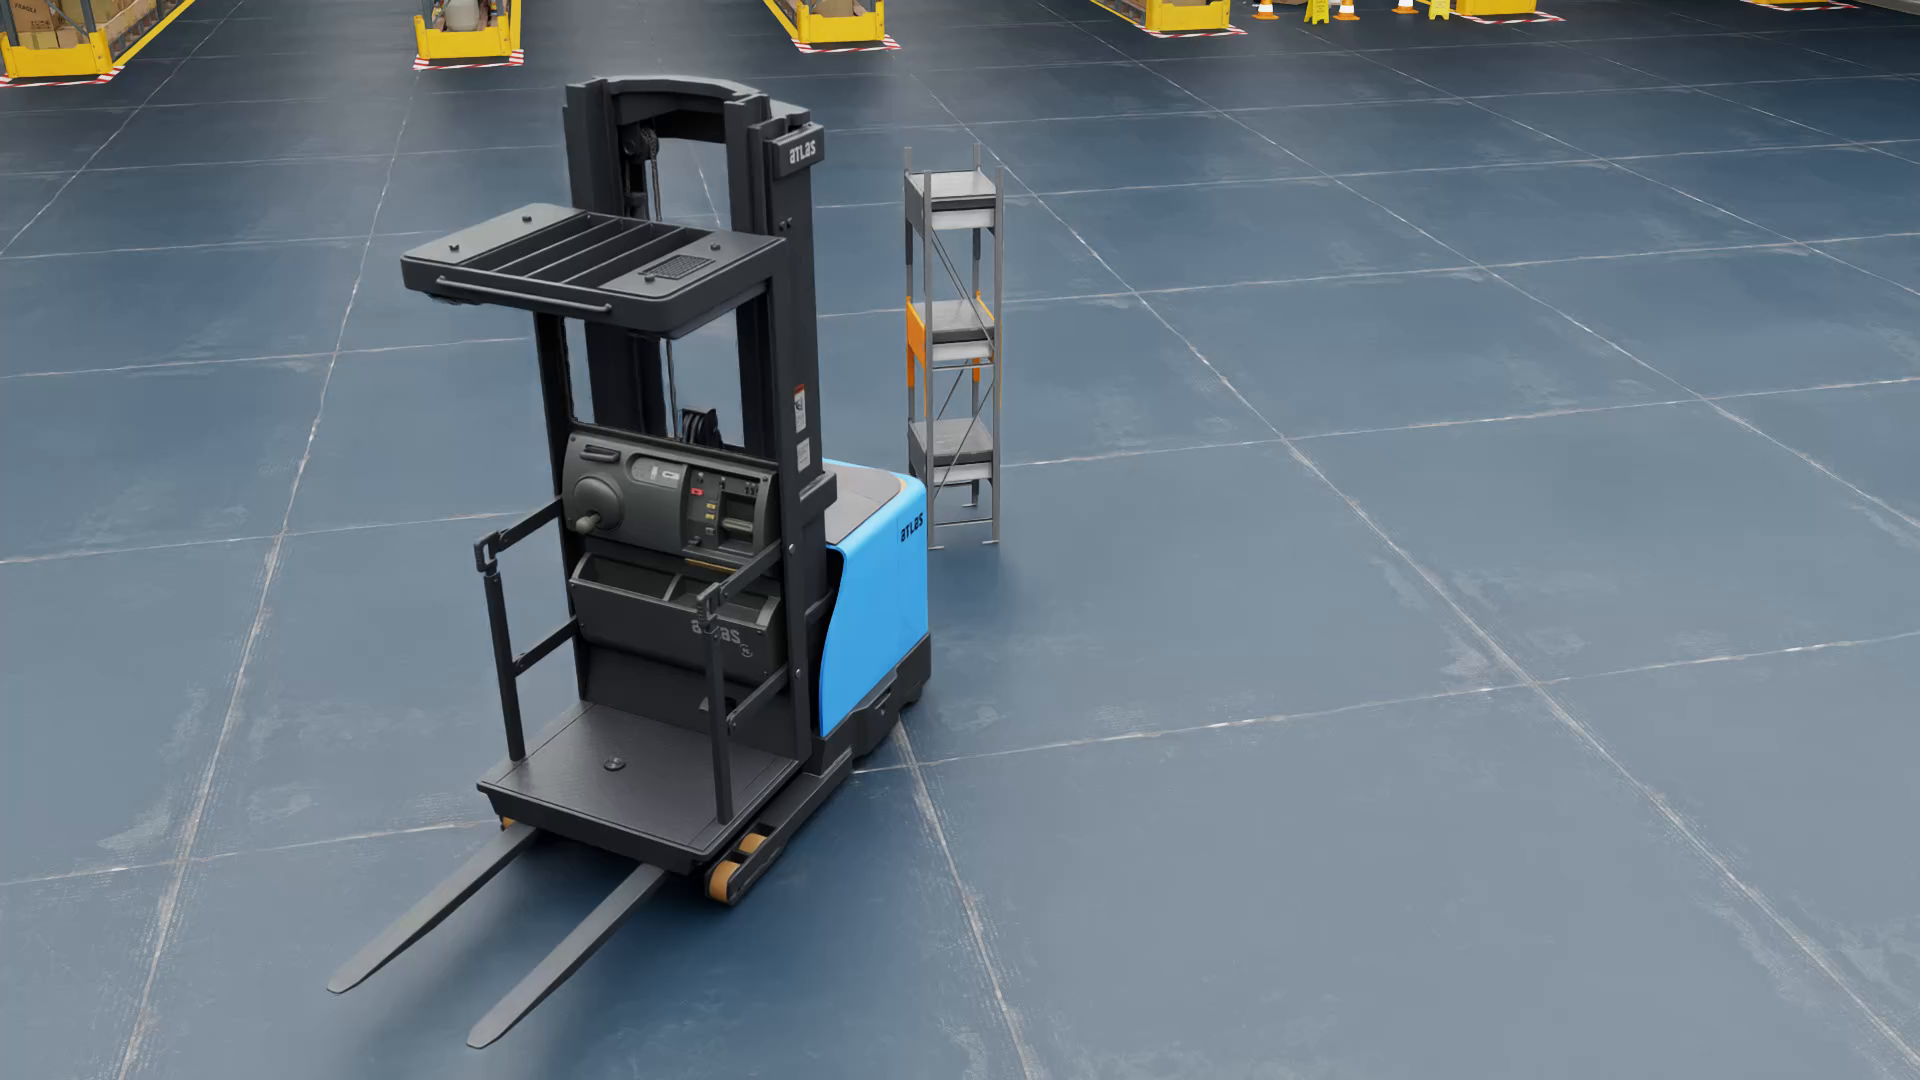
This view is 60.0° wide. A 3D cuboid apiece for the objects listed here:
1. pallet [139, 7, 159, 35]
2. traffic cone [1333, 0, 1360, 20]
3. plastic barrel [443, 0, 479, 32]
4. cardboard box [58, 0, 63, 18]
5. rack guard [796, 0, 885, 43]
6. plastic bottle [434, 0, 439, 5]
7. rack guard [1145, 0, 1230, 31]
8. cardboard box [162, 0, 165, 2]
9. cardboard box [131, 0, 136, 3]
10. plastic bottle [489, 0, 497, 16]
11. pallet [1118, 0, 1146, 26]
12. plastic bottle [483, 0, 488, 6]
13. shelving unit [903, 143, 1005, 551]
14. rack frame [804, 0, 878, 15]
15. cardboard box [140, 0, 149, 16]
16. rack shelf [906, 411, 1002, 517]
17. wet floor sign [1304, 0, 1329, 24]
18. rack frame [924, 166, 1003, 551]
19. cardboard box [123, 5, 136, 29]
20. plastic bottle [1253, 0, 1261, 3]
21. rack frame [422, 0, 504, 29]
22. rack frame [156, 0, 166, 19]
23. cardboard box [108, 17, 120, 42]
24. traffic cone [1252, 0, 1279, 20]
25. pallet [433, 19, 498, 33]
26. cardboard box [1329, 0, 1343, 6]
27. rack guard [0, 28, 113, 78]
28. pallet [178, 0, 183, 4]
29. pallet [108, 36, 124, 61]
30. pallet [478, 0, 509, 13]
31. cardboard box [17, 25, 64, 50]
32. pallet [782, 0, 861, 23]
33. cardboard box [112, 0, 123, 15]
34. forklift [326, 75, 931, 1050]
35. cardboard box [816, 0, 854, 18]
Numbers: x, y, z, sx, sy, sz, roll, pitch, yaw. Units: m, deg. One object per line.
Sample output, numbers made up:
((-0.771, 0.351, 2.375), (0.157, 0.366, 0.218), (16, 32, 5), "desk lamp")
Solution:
((-12.035, -7.360, 23.597), (1.003, 0.211, 1.213), (-6, 27, -12), "pallet")
((5.677, -7.876, 24.341), (0.336, 0.463, 0.334), (-6, 27, -12), "traffic cone")
((-6.668, -7.062, 22.207), (0.421, 0.512, 0.421), (0, 27, 0), "plastic barrel")
((-11.922, -7.140, 21.820), (0.500, 0.500, 0.500), (-6, 27, -12), "cardboard box")
((-1.636, -7.124, 22.809), (1.175, 0.500, 0.348), (-6, 27, -12), "rack guard")
((-7.330, -7.498, 23.304), (0.061, 0.283, 0.133), (-5, 27, -10), "plastic bottle")
((3.241, -7.539, 23.632), (1.175, 0.500, 0.348), (-6, 27, -12), "rack guard")
((-12.023, -8.120, 24.595), (0.500, 0.250, 0.500), (-7, 28, -13), "cardboard box")
((-11.638, -7.632, 22.795), (0.500, 0.500, 0.500), (-6, 27, -12), "cardboard box")
((-6.550, -7.510, 23.339), (0.097, 0.271, 0.097), (0, 27, 0), "plastic bottle")
((2.979, -7.764, 24.398), (1.003, 0.211, 1.213), (-6, 27, -12), "pallet")
((-6.875, -7.881, 24.061), (0.061, 0.283, 0.133), (-6, 27, -12), "plastic bottle")
((-0.037, -1.010, 8.921), (0.431, 2.100, 0.503), (-6, 27, -12), "shelving unit")
((-1.619, -8.206, 22.180), (1.000, 3.000, 0.127), (-6, 27, -12), "rack frame")
((-11.753, -7.516, 23.398), (0.500, 0.250, 0.500), (-6, 27, -12), "cardboard box")
((-0.037, -0.373, 9.242), (0.431, 0.518, 0.480), (-6, 27, -12), "rack shelf")
((5.171, -7.803, 23.994), (0.267, 0.644, 0.232), (-11, 29, -20), "wet floor sign")
((0.018, -0.903, 8.709), (0.400, 2.100, 0.015), (-6, 27, -12), "rack frame")
((-11.512, -7.079, 22.531), (0.500, 0.250, 0.500), (-6, 27, -12), "cardboard box")
((4.636, -8.348, 25.722), (0.133, 0.061, 0.283), (-16, 31, -29), "plastic bottle")
((-6.445, -7.704, 21.184), (1.000, 3.000, 0.127), (-6, 27, -12), "rack frame")
((-12.173, -8.958, 23.669), (1.000, 3.000, 0.127), (-6, 27, -12), "rack frame")
((-11.292, -6.639, 21.660), (0.500, 0.250, 0.500), (-6, 27, -12), "cardboard box")
((4.500, -7.911, 24.409), (0.336, 0.463, 0.334), (-6, 27, -12), "traffic cone")
((-6.686, -6.844, 22.576), (1.003, 0.211, 1.213), (-6, 27, -12), "pallet")
((5.772, -8.310, 25.549), (0.380, 0.149, 0.250), (8, 28, 15), "cardboard box")
((-11.266, -6.076, 20.733), (1.175, 0.500, 0.348), (-6, 27, -12), "rack guard")
((-12.656, -8.569, 25.994), (1.003, 0.211, 1.213), (-6, 27, -12), "pallet")
((-11.485, -6.289, 21.475), (1.003, 0.211, 1.213), (-6, 27, -12), "pallet")
((-7.236, -7.916, 24.698), (1.003, 0.211, 1.213), (-6, 27, -12), "pallet")
((-11.680, -6.368, 21.122), (0.500, 0.250, 0.500), (-6, 27, -12), "cardboard box")
((-2.057, -7.890, 24.647), (1.003, 0.211, 1.213), (-6, 27, -12), "pallet")
((-11.415, -7.192, 21.924), (0.500, 0.500, 0.500), (-6, 27, -12), "cardboard box")
((-1.225, -0.121, 6.238), (1.130, 2.935, 3.031), (12, 29, 23), "forklift")
((-1.744, -7.554, 23.195), (0.500, 0.500, 0.500), (-1, 27, -2), "cardboard box")
